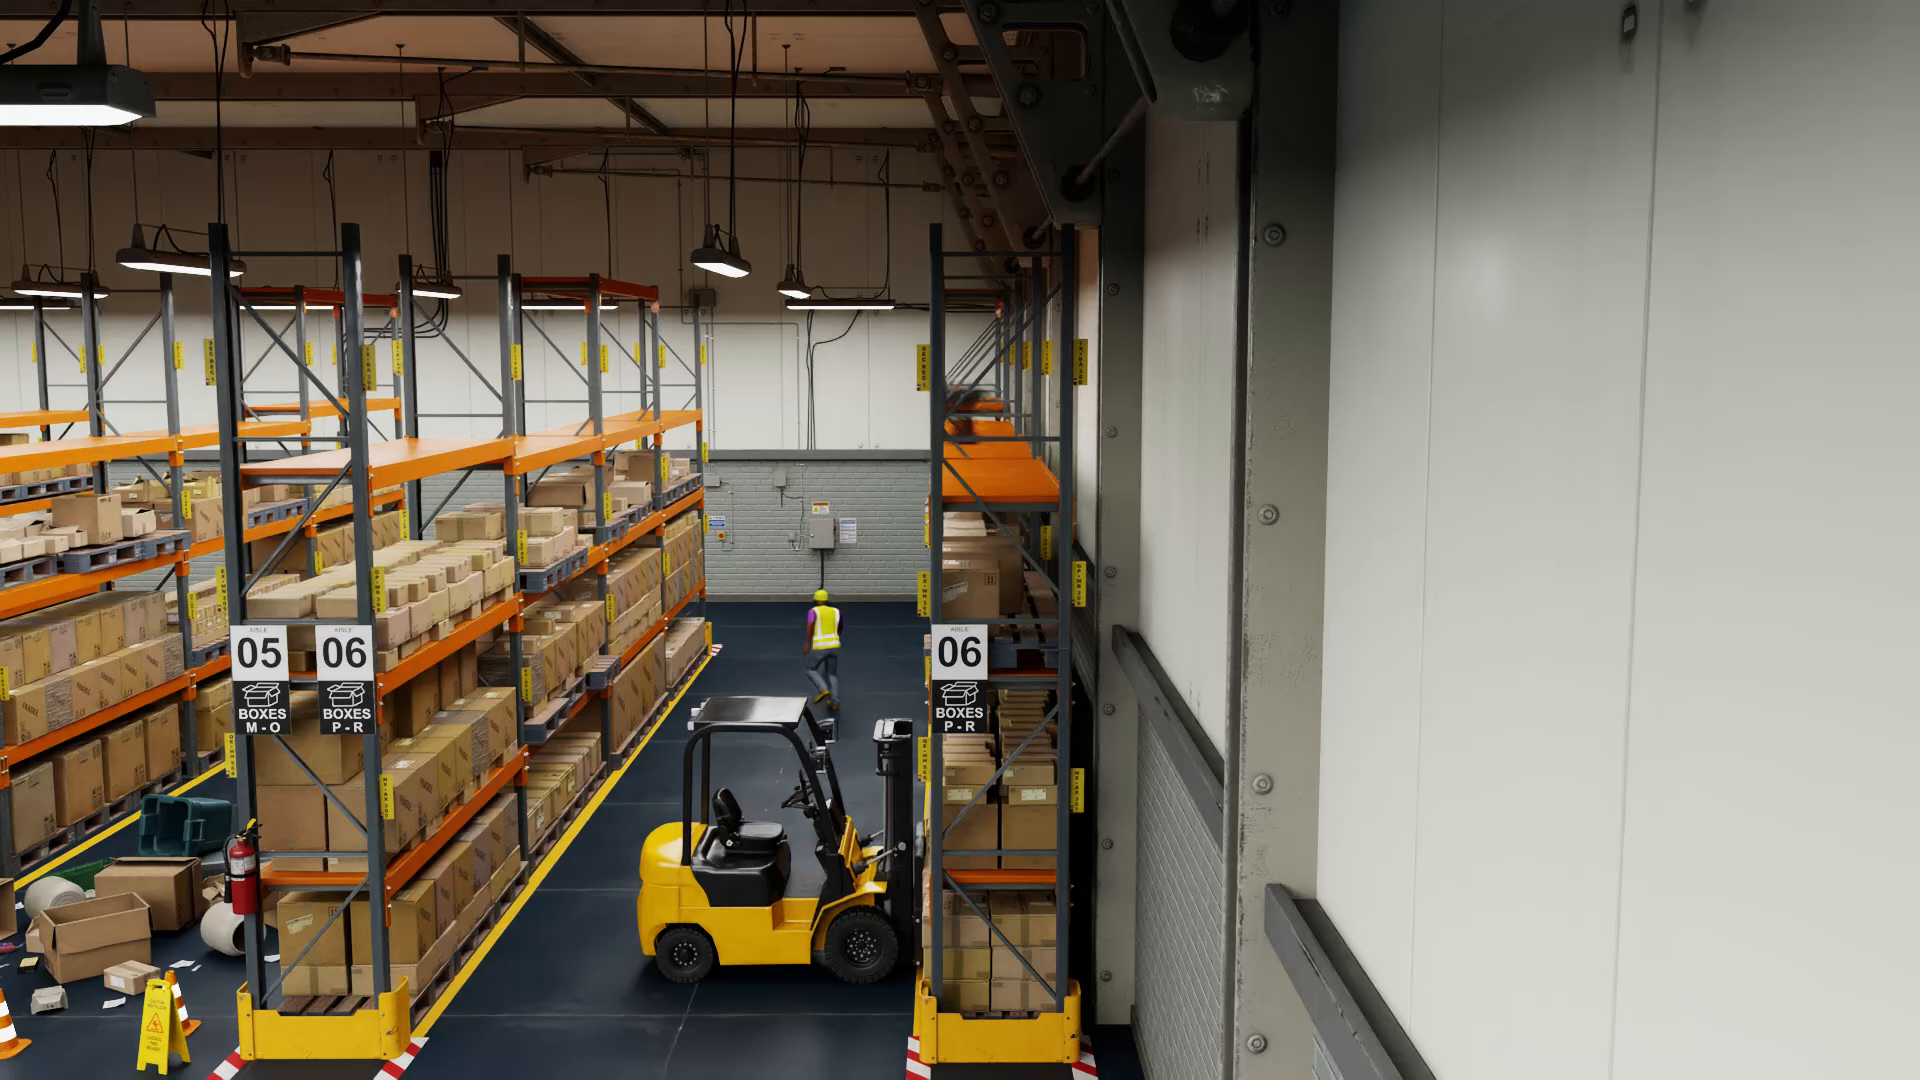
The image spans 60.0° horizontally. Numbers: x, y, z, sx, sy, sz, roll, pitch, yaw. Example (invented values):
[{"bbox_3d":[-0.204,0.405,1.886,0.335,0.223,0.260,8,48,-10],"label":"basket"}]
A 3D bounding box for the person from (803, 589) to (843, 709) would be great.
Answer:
[{"bbox_3d":[-1.978,1.554,23.931,0.722,1.655,0.849,-4,8,-30],"label":"person"}]
